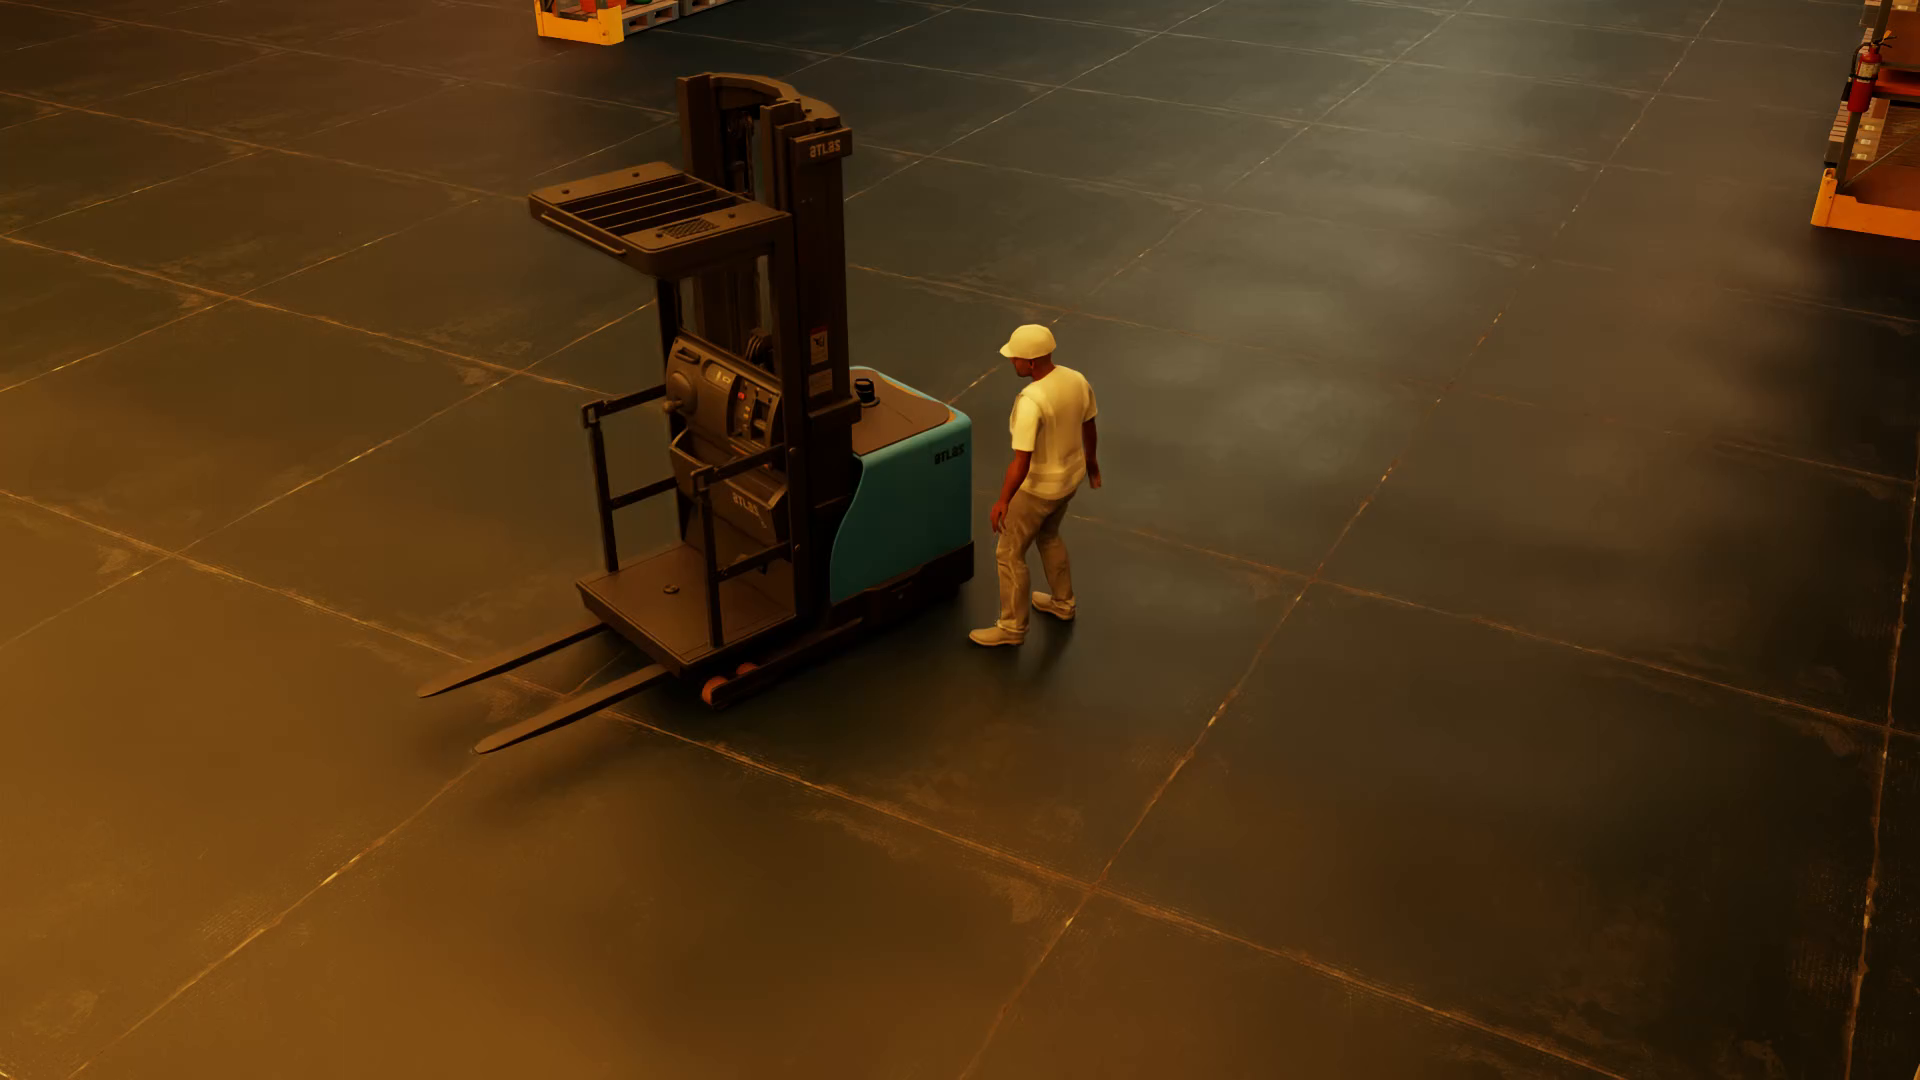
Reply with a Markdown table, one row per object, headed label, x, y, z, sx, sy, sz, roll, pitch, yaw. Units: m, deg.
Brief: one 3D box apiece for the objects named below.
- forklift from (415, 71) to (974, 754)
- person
| label | x | y | z | sx | sy | sz | roll | pitch | yaw |
| --- | --- | --- | --- | --- | --- | --- | --- | --- | --- |
| forklift | -1.355 | -0.700 | 8.284 | 3.031 | 2.935 | 1.130 | -24 | 38 | -35 |
| person | 0.411 | -0.326 | 8.831 | 0.431 | 1.735 | 0.850 | 19 | 35 | 29 |
